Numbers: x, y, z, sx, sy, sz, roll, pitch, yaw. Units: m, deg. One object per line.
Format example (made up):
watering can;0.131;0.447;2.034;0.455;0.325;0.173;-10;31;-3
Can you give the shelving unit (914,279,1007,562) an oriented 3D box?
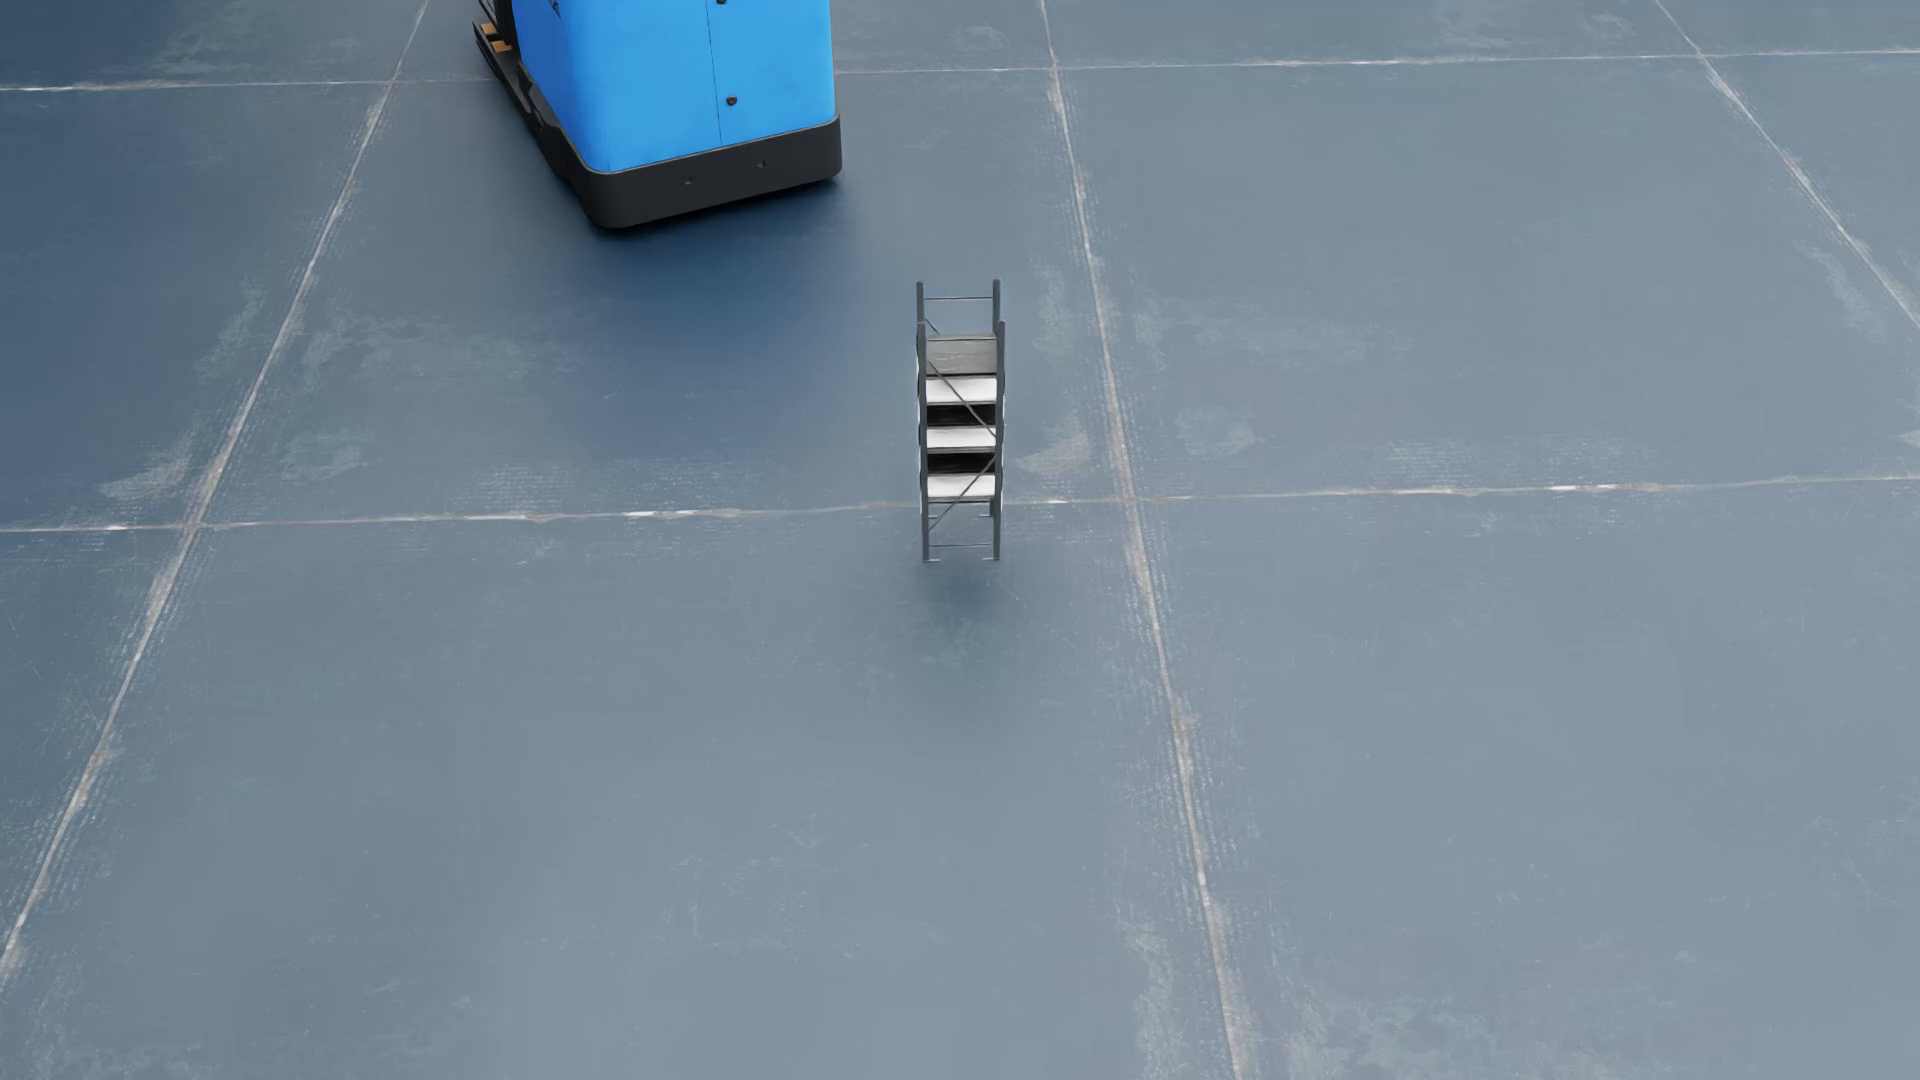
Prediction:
shelving unit;0.000;-0.337;4.952;0.258;0.900;0.210;-2;43;-2

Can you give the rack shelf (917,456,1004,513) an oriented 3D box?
rack shelf;0.000;-0.180;5.096;0.258;0.077;0.200;-2;43;-2

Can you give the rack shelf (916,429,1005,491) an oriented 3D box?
rack shelf;0.000;-0.246;5.035;0.258;0.077;0.200;-2;43;-2

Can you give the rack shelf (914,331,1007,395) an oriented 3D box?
rack shelf;0.000;-0.512;4.792;0.258;0.077;0.200;-2;43;-2

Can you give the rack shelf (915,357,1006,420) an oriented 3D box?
rack shelf;0.000;-0.445;4.853;0.258;0.077;0.200;-2;43;-2

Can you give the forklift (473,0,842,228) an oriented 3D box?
forklift;-1.576;-3.290;6.671;1.130;2.935;3.031;-18;45;-19

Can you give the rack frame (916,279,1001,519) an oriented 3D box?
rack frame;-0.005;-0.406;5.027;0.240;0.900;0.006;-2;43;-2

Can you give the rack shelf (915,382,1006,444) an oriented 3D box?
rack shelf;0.000;-0.379;4.914;0.258;0.077;0.200;-2;43;-2

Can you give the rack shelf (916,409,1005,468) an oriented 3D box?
rack shelf;0.000;-0.313;4.974;0.258;0.077;0.200;-2;43;-2

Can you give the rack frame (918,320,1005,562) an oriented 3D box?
rack frame;0.004;-0.269;4.877;0.240;0.900;0.006;-2;43;-2
